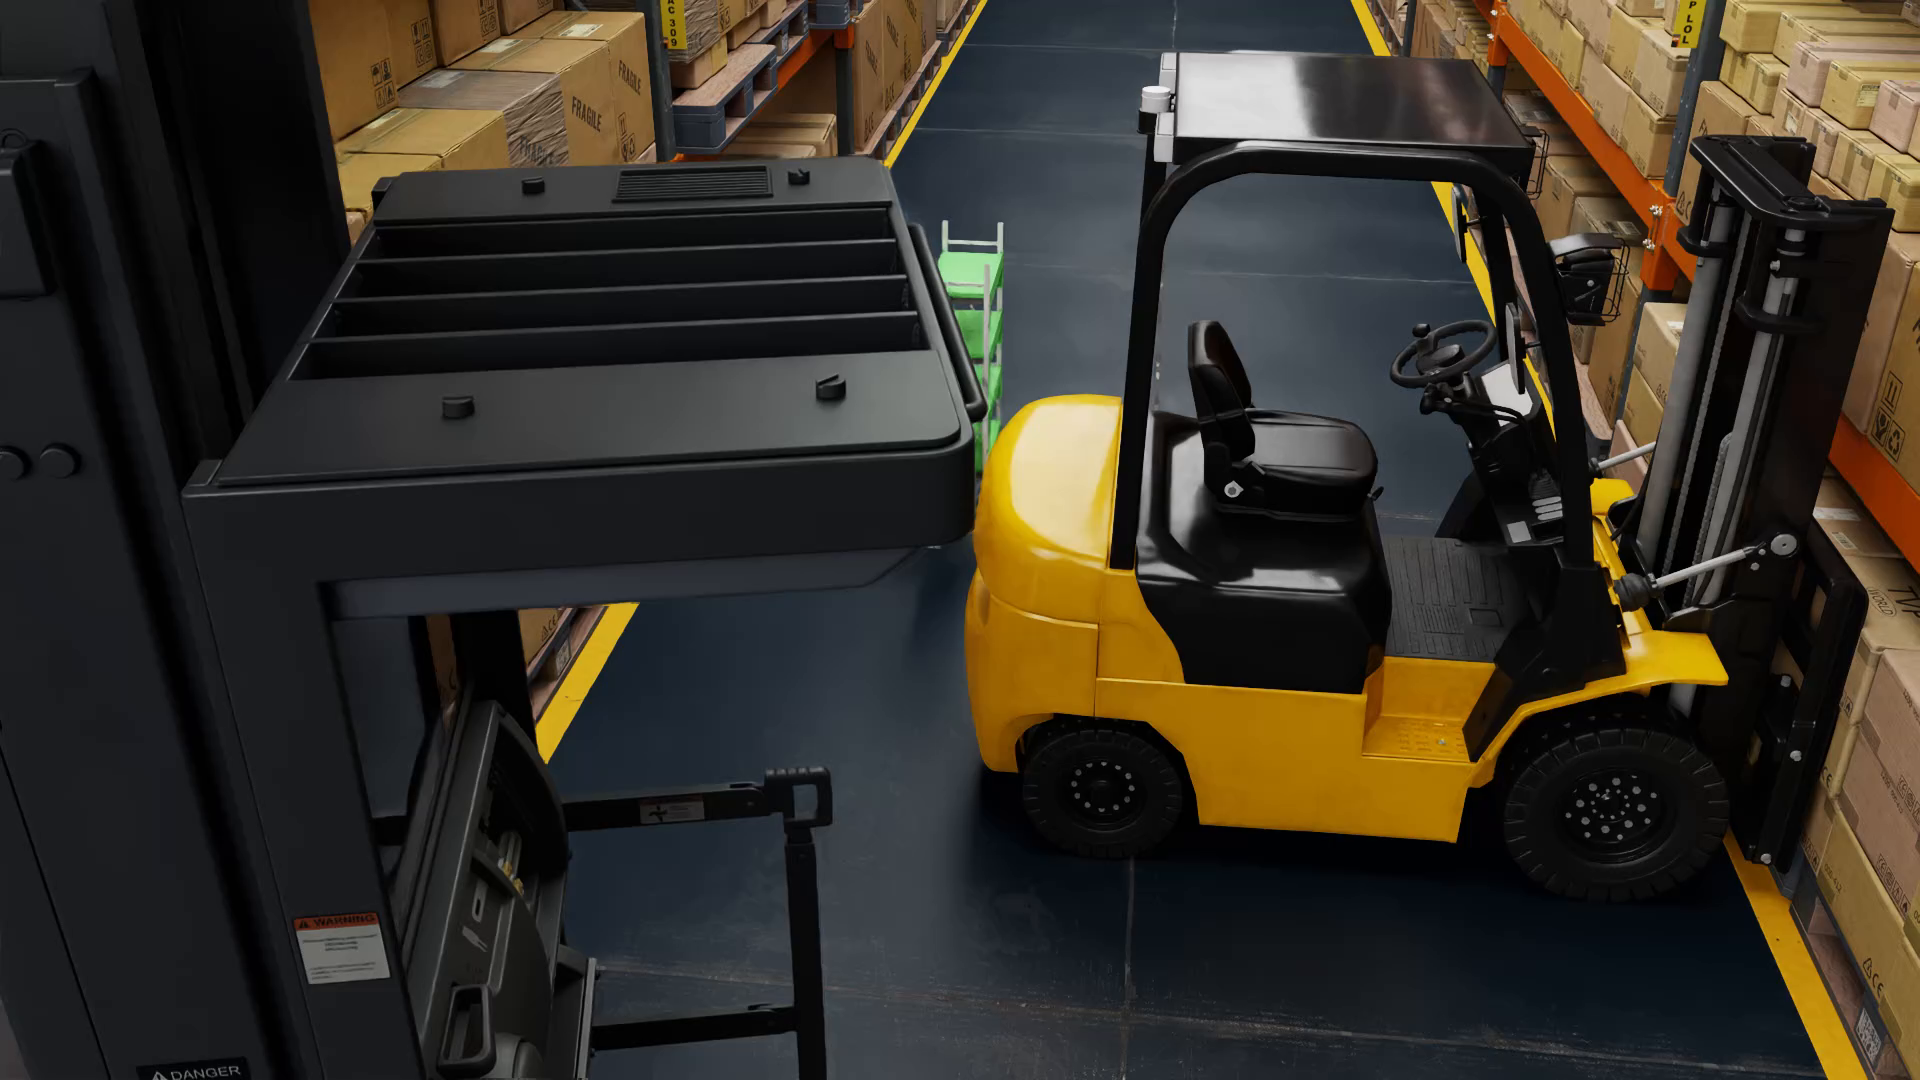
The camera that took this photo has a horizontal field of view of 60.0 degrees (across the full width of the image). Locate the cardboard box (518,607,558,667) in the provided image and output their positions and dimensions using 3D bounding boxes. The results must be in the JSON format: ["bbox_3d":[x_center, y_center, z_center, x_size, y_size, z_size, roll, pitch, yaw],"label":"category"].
[{"bbox_3d":[-1.678,0.284,5.517,0.500,0.250,0.500,5,29,10],"label":"cardboard box"}]

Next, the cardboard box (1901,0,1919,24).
[{"bbox_3d":[3.502,-1.770,5.769,0.380,0.149,0.250,3,29,6],"label":"cardboard box"}]

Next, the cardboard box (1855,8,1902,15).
[{"bbox_3d":[3.497,-1.959,6.435,0.380,0.149,0.250,3,28,5],"label":"cardboard box"}]

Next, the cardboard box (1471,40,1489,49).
[{"bbox_3d":[3.619,-3.229,11.089,0.380,0.149,0.250,2,28,5],"label":"cardboard box"}]

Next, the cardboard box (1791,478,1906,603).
[{"bbox_3d":[2.676,0.040,4.916,0.500,0.250,0.500,3,28,5],"label":"cardboard box"}]

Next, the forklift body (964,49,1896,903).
[{"bbox_3d":[1.173,-0.219,4.889,2.313,2.155,1.214,3,28,6],"label":"forklift body"}]

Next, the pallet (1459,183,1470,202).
[{"bbox_3d":[3.860,-2.481,11.133,1.003,0.211,1.213,3,28,6],"label":"pallet"}]

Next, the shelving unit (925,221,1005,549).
[{"bbox_3d":[0.020,-0.606,6.610,0.258,1.200,0.503,3,28,6],"label":"shelving unit"}]

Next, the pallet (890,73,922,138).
[{"bbox_3d":[-0.872,-3.358,12.761,1.003,0.211,1.213,3,28,6],"label":"pallet"}]

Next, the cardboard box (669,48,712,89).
[{"bbox_3d":[-1.304,-2.080,7.270,0.380,0.149,0.250,4,29,7],"label":"cardboard box"}]

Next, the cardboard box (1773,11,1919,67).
[{"bbox_3d":[2.983,-1.675,5.594,0.380,0.149,0.250,4,29,7],"label":"cardboard box"}]

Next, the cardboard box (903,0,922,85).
[{"bbox_3d":[-0.805,-4.057,12.915,0.875,0.875,0.875,4,29,8],"label":"cardboard box"}]

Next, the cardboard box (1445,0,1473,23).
[{"bbox_3d":[3.848,-3.958,12.442,0.380,0.149,0.250,3,28,6],"label":"cardboard box"}]

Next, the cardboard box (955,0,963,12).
[{"bbox_3d":[-0.413,-5.297,15.678,0.875,0.438,0.875,3,28,5],"label":"cardboard box"}]

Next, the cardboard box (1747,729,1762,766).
[{"bbox_3d":[2.677,0.478,5.157,0.500,0.250,0.500,4,29,8],"label":"cardboard box"}]

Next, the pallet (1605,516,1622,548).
[{"bbox_3d":[3.102,0.123,6.300,1.003,0.211,1.213,3,28,6],"label":"pallet"}]

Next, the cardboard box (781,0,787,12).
[{"bbox_3d":[-1.114,-2.819,8.642,0.380,0.149,0.250,2,28,5],"label":"cardboard box"}]

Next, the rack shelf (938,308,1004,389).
[{"bbox_3d":[0.020,-0.761,6.527,0.258,0.148,0.480,3,28,6],"label":"rack shelf"}]

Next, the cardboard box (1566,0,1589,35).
[{"bbox_3d":[3.252,-2.596,8.038,0.500,0.250,0.500,4,29,7],"label":"cardboard box"}]

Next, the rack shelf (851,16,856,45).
[{"bbox_3d":[-0.951,-4.271,12.274,1.077,0.370,4.000,3,28,6],"label":"rack shelf"}]

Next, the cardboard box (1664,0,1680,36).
[{"bbox_3d":[3.076,-2.103,6.701,0.380,0.149,0.250,3,28,5],"label":"cardboard box"}]

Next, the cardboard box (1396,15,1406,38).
[{"bbox_3d":[3.998,-4.452,14.414,0.380,0.149,0.250,3,28,5],"label":"cardboard box"}]

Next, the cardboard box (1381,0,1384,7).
[{"bbox_3d":[4.235,-5.284,15.589,0.500,0.500,0.500,4,29,7],"label":"cardboard box"}]

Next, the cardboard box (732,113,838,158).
[{"bbox_3d":[-1.275,-2.409,10.387,0.950,0.372,0.625,1,28,3],"label":"cardboard box"}]

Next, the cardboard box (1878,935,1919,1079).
[{"bbox_3d":[2.495,1.192,3.831,0.500,0.250,0.500,4,29,7],"label":"cardboard box"}]

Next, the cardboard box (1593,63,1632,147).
[{"bbox_3d":[3.099,-1.900,7.273,0.500,0.250,0.500,3,28,6],"label":"cardboard box"}]

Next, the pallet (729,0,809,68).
[{"bbox_3d":[-1.398,-2.628,8.667,1.003,0.211,1.213,3,28,6],"label":"pallet"}]

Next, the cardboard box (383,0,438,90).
[{"bbox_3d":[-2.128,-1.710,5.289,0.700,0.500,0.500,3,28,5],"label":"cardboard box"}]

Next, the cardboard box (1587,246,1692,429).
[{"bbox_3d":[3.294,-0.863,7.249,0.875,0.625,0.625,5,29,8],"label":"cardboard box"}]

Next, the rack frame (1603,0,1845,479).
[{"bbox_3d":[3.241,-1.477,6.329,1.000,3.000,0.127,3,28,6],"label":"rack frame"}]

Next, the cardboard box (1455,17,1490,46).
[{"bbox_3d":[3.731,-3.599,11.777,0.380,0.149,0.250,2,28,4],"label":"cardboard box"}]

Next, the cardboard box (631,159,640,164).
[{"bbox_3d":[-1.446,-1.366,6.388,0.380,0.149,0.250,4,29,7],"label":"cardboard box"}]

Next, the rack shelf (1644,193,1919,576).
[{"bbox_3d":[2.996,-0.219,4.752,1.077,0.370,4.000,3,28,6],"label":"rack shelf"}]

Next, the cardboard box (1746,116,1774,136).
[{"bbox_3d":[2.880,-1.081,5.489,0.500,0.500,0.500,4,29,7],"label":"cardboard box"}]

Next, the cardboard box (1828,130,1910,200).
[{"bbox_3d":[2.755,-1.071,4.786,0.380,0.149,0.250,2,28,5],"label":"cardboard box"}]

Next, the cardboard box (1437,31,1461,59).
[{"bbox_3d":[3.748,-3.383,12.059,0.500,0.500,0.500,2,28,4],"label":"cardboard box"}]

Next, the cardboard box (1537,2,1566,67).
[{"bbox_3d":[3.311,-2.620,8.608,0.500,0.250,0.500,2,28,5],"label":"cardboard box"}]

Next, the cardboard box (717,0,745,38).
[{"bbox_3d":[-1.283,-2.563,7.483,0.500,0.500,0.500,3,29,6],"label":"cardboard box"}]

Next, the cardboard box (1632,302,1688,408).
[{"bbox_3d":[2.870,-0.682,6.255,0.500,0.250,0.500,3,28,5],"label":"cardboard box"}]

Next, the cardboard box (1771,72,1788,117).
[{"bbox_3d":[2.906,-1.425,5.444,0.380,0.149,0.250,3,28,6],"label":"cardboard box"}]

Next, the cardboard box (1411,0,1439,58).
[{"bbox_3d":[3.939,-4.112,13.414,0.500,0.500,0.500,5,29,8],"label":"cardboard box"}]

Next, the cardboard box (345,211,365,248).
[{"bbox_3d":[-1.782,-0.507,4.109,0.500,0.500,0.500,4,29,8],"label":"cardboard box"}]

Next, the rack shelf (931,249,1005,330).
[{"bbox_3d":[0.020,-0.972,6.413,0.258,0.148,0.480,3,28,6],"label":"rack shelf"}]

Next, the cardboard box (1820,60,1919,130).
[{"bbox_3d":[2.804,-1.317,4.929,0.380,0.149,0.250,3,28,5],"label":"cardboard box"}]

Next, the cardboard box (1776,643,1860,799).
[{"bbox_3d":[2.615,0.485,4.617,0.500,0.250,0.500,3,28,5],"label":"cardboard box"}]

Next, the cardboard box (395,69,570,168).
[{"bbox_3d":[-1.609,-1.228,5.447,0.500,0.500,0.500,4,29,8],"label":"cardboard box"}]

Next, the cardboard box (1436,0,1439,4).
[{"bbox_3d":[3.956,-4.324,13.123,0.380,0.149,0.250,3,28,5],"label":"cardboard box"}]

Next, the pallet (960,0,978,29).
[{"bbox_3d":[-0.388,-5.231,16.237,1.003,0.211,1.213,3,28,6],"label":"pallet"}]

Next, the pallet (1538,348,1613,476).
[{"bbox_3d":[3.293,-0.598,7.638,1.003,0.211,1.213,3,28,6],"label":"pallet"}]

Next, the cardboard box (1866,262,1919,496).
[{"bbox_3d":[2.686,-0.370,4.168,0.500,0.500,0.500,3,28,5],"label":"cardboard box"}]

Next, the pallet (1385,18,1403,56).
[{"bbox_3d":[4.306,-4.338,14.580,1.003,0.211,1.213,3,28,6],"label":"pallet"}]

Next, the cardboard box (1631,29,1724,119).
[{"bbox_3d":[3.047,-1.877,6.702,0.500,0.250,0.500,3,28,5],"label":"cardboard box"}]

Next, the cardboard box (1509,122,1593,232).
[{"bbox_3d":[3.569,-1.898,9.172,0.875,0.625,0.625,4,29,8],"label":"cardboard box"}]

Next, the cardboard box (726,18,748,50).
[{"bbox_3d":[-1.233,-2.453,7.963,0.380,0.149,0.250,4,29,7],"label":"cardboard box"}]
